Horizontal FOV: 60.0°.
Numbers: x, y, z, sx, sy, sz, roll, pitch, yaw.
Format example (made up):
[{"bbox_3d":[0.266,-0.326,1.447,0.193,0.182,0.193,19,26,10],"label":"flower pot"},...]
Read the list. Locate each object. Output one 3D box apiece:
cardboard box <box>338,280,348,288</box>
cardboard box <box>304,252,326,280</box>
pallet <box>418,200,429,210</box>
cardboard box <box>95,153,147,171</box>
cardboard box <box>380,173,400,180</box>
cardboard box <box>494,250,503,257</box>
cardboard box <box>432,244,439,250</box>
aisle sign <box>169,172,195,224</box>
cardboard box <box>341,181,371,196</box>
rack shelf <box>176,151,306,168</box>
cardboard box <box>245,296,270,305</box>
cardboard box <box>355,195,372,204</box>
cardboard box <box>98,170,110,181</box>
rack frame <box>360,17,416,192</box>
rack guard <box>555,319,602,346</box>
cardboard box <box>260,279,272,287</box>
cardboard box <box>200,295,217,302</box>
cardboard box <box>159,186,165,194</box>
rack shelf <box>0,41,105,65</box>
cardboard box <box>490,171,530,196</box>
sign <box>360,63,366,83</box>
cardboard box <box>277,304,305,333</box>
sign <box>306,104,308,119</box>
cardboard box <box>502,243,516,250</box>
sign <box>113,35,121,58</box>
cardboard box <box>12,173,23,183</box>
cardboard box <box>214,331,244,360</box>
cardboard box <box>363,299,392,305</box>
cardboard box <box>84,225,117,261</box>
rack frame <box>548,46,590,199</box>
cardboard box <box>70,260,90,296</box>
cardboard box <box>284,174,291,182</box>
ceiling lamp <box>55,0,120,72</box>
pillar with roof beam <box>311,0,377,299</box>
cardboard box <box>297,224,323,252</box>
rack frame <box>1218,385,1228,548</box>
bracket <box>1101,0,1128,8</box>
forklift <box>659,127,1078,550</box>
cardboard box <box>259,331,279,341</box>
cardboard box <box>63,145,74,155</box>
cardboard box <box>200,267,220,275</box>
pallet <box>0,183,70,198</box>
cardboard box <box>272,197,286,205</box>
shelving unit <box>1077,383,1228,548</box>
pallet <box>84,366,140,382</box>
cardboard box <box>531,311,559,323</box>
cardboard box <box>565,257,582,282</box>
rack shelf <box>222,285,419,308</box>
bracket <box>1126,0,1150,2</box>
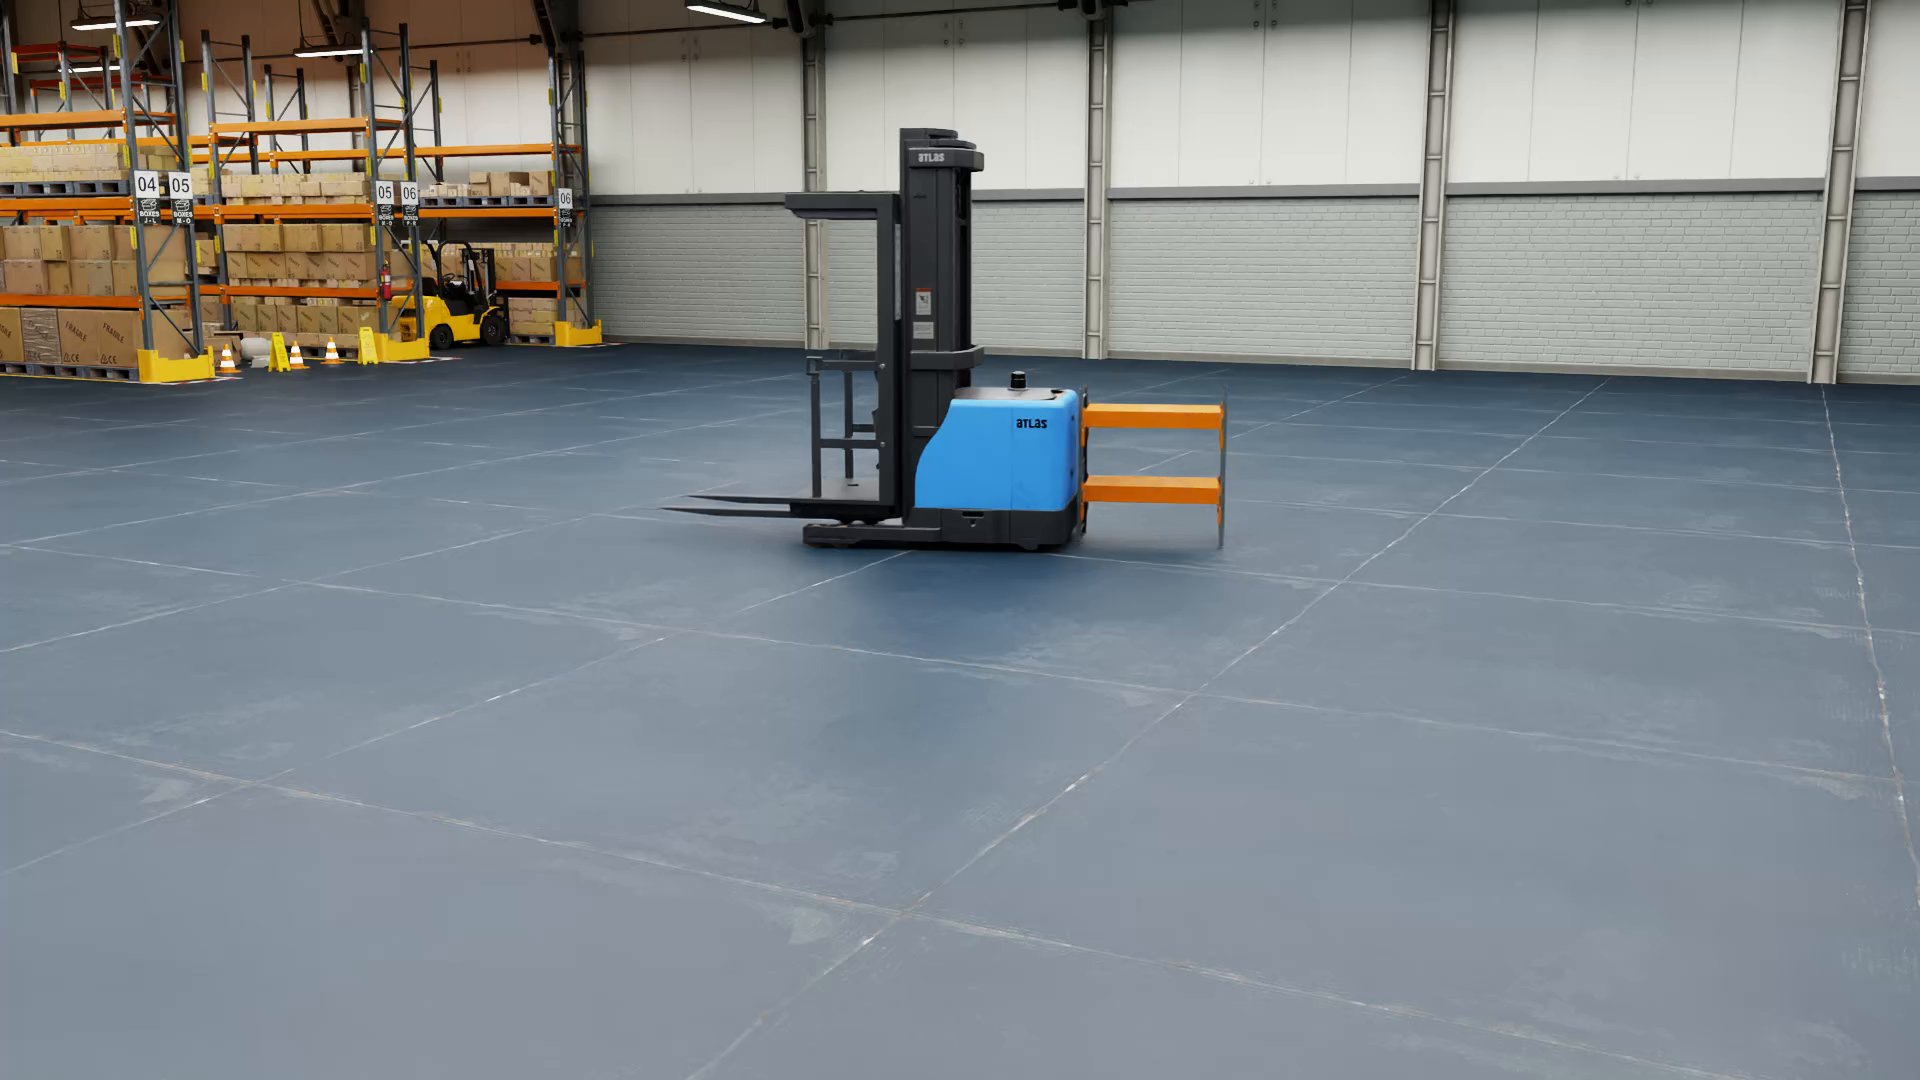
[{"bbox_3d":[-11.149,-4.695,30.456,0.250,0.149,0.380,5,11,25],"label":"cardboard box"},{"bbox_3d":[-11.725,-5.072,30.718,0.500,0.500,0.500,5,11,26],"label":"cardboard box"},{"bbox_3d":[-12.413,-7.355,36.563,1.217,0.209,0.805,5,11,24],"label":"pallet"},{"bbox_3d":[-12.884,-5.798,25.545,0.500,0.250,0.500,5,11,27],"label":"cardboard box"},{"bbox_3d":[-10.451,-6.603,30.336,0.250,0.149,0.380,5,11,25],"label":"cardboard box"},{"bbox_3d":[-9.625,-6.039,35.073,0.250,0.149,0.380,5,11,26],"label":"cardboard box"},{"bbox_3d":[-11.179,-6.345,35.928,0.250,0.149,0.380,5,11,27],"label":"cardboard box"},{"bbox_3d":[-12.125,-5.321,25.907,0.004,0.787,0.394,5,11,26],"label":"aisle sign"},{"bbox_3d":[-10.800,-6.344,30.021,0.500,0.250,0.500,5,11,25],"label":"cardboard box"},{"bbox_3d":[-16.997,-8.780,38.618,4.000,0.370,1.077,5,11,26],"label":"rack shelf"},{"bbox_3d":[-13.314,-4.546,31.539,0.250,0.149,0.380,5,11,27],"label":"cardboard box"},{"bbox_3d":[-10.666,-6.134,29.981,0.250,0.149,0.380,5,11,26],"label":"cardboard box"},{"bbox_3d":[-12.995,-5.600,25.570,0.250,0.149,0.380,5,11,26],"label":"cardboard box"},{"bbox_3d":[-10.222,-7.750,29.782,0.127,3.000,1.000,5,11,26],"label":"rack frame"},{"bbox_3d":[-8.008,-4.359,34.911,0.348,0.500,1.175,5,11,26],"label":"rack guard"},{"bbox_3d":[-12.961,-4.861,31.369,0.250,0.149,0.380,5,12,28],"label":"cardboard box"},{"bbox_3d":[-17.817,-5.714,39.398,0.250,0.149,0.380,5,11,25],"label":"cardboard box"},{"bbox_3d":[-15.306,-6.826,32.341,0.500,0.250,0.500,5,11,27],"label":"cardboard box"},{"bbox_3d":[-19.190,-9.819,33.905,4.000,0.370,1.077,5,11,26],"label":"rack shelf"},{"bbox_3d":[-9.408,-7.464,34.888,0.500,0.500,0.700,5,11,26],"label":"cardboard box"},{"bbox_3d":[-10.486,-8.200,29.204,0.005,0.325,0.100,5,11,26],"label":"sign"},{"bbox_3d":[-12.450,-4.165,31.254,0.500,0.500,0.500,6,12,29],"label":"cardboard box"},{"bbox_3d":[-14.961,-9.800,38.041,0.005,0.325,0.100,5,11,26],"label":"sign"},{"bbox_3d":[-9.398,-6.165,34.935,0.250,0.149,0.380,5,12,27],"label":"cardboard box"},{"bbox_3d":[-12.575,-7.364,24.807,0.005,0.325,0.100,5,11,26],"label":"sign"},{"bbox_3d":[-14.819,-5.760,26.455,0.250,0.149,0.380,5,11,25],"label":"cardboard box"},{"bbox_3d":[-13.450,-3.582,30.613,0.500,0.500,0.500,-4,11,-23],"label":"cardboard box"},{"bbox_3d":[-12.782,-5.046,37.176,0.625,0.625,0.875,5,11,25],"label":"cardboard box"},{"bbox_3d":[-13.171,-4.668,26.149,0.550,0.550,0.875,5,11,26],"label":"cardboard box"},{"bbox_3d":[-8.029,-8.543,34.164,0.127,3.000,1.000,5,11,26],"label":"rack frame"},{"bbox_3d":[-13.624,-4.199,26.588,0.550,0.550,0.875,5,11,26],"label":"cardboard box"},{"bbox_3d":[-12.240,-6.671,30.713,0.250,0.149,0.380,5,12,27],"label":"cardboard box"},{"bbox_3d":[-19.011,-11.944,36.565,2.000,3.185,0.800,5,11,26],"label":"ceiling lamp"},{"bbox_3d":[-15.540,-8.527,34.076,0.548,9.000,9.100,5,11,26],"label":"pillar with roof beam"},{"bbox_3d":[-11.730,-5.556,30.580,0.500,0.500,0.700,5,11,25],"label":"cardboard box"},{"bbox_3d":[1.904,-0.537,12.039,0.032,1.125,0.500,1,10,8],"label":"rack frame"},{"bbox_3d":[2.722,-9.478,29.223,0.430,0.232,0.235,5,11,26],"label":"bracket"},{"bbox_3d":[-0.678,-1.473,12.140,3.031,2.935,1.130,2,10,10],"label":"forklift"},{"bbox_3d":[-12.916,-3.837,31.548,0.500,0.250,0.500,6,12,29],"label":"cardboard box"},{"bbox_3d":[-13.683,-6.052,25.833,0.250,0.149,0.380,5,11,26],"label":"cardboard box"},{"bbox_3d":[-14.393,-5.192,32.024,0.250,0.149,0.380,5,11,27],"label":"cardboard box"},{"bbox_3d":[-15.180,-5.681,27.022,1.213,0.211,1.003,5,11,26],"label":"pallet"},{"bbox_3d":[-12.521,-6.286,30.823,0.250,0.149,0.380,5,11,25],"label":"cardboard box"},{"bbox_3d":[1.401,-0.550,12.111,1.048,1.125,0.538,1,10,8],"label":"shelving unit"},{"bbox_3d":[-13.073,-2.678,26.432,1.213,0.211,1.003,5,11,26],"label":"pallet"},{"bbox_3d":[-8.604,-4.679,34.798,0.500,0.250,0.500,5,11,25],"label":"cardboard box"},{"bbox_3d":[-8.351,-5.723,35.150,0.500,0.500,0.500,5,12,28],"label":"cardboard box"},{"bbox_3d":[-12.016,-4.601,31.252,4.000,0.370,1.077,5,11,26],"label":"rack shelf"},{"bbox_3d":[5.048,-9.273,28.094,4.783,0.066,0.076,5,11,26],"label":"bracket"}]
